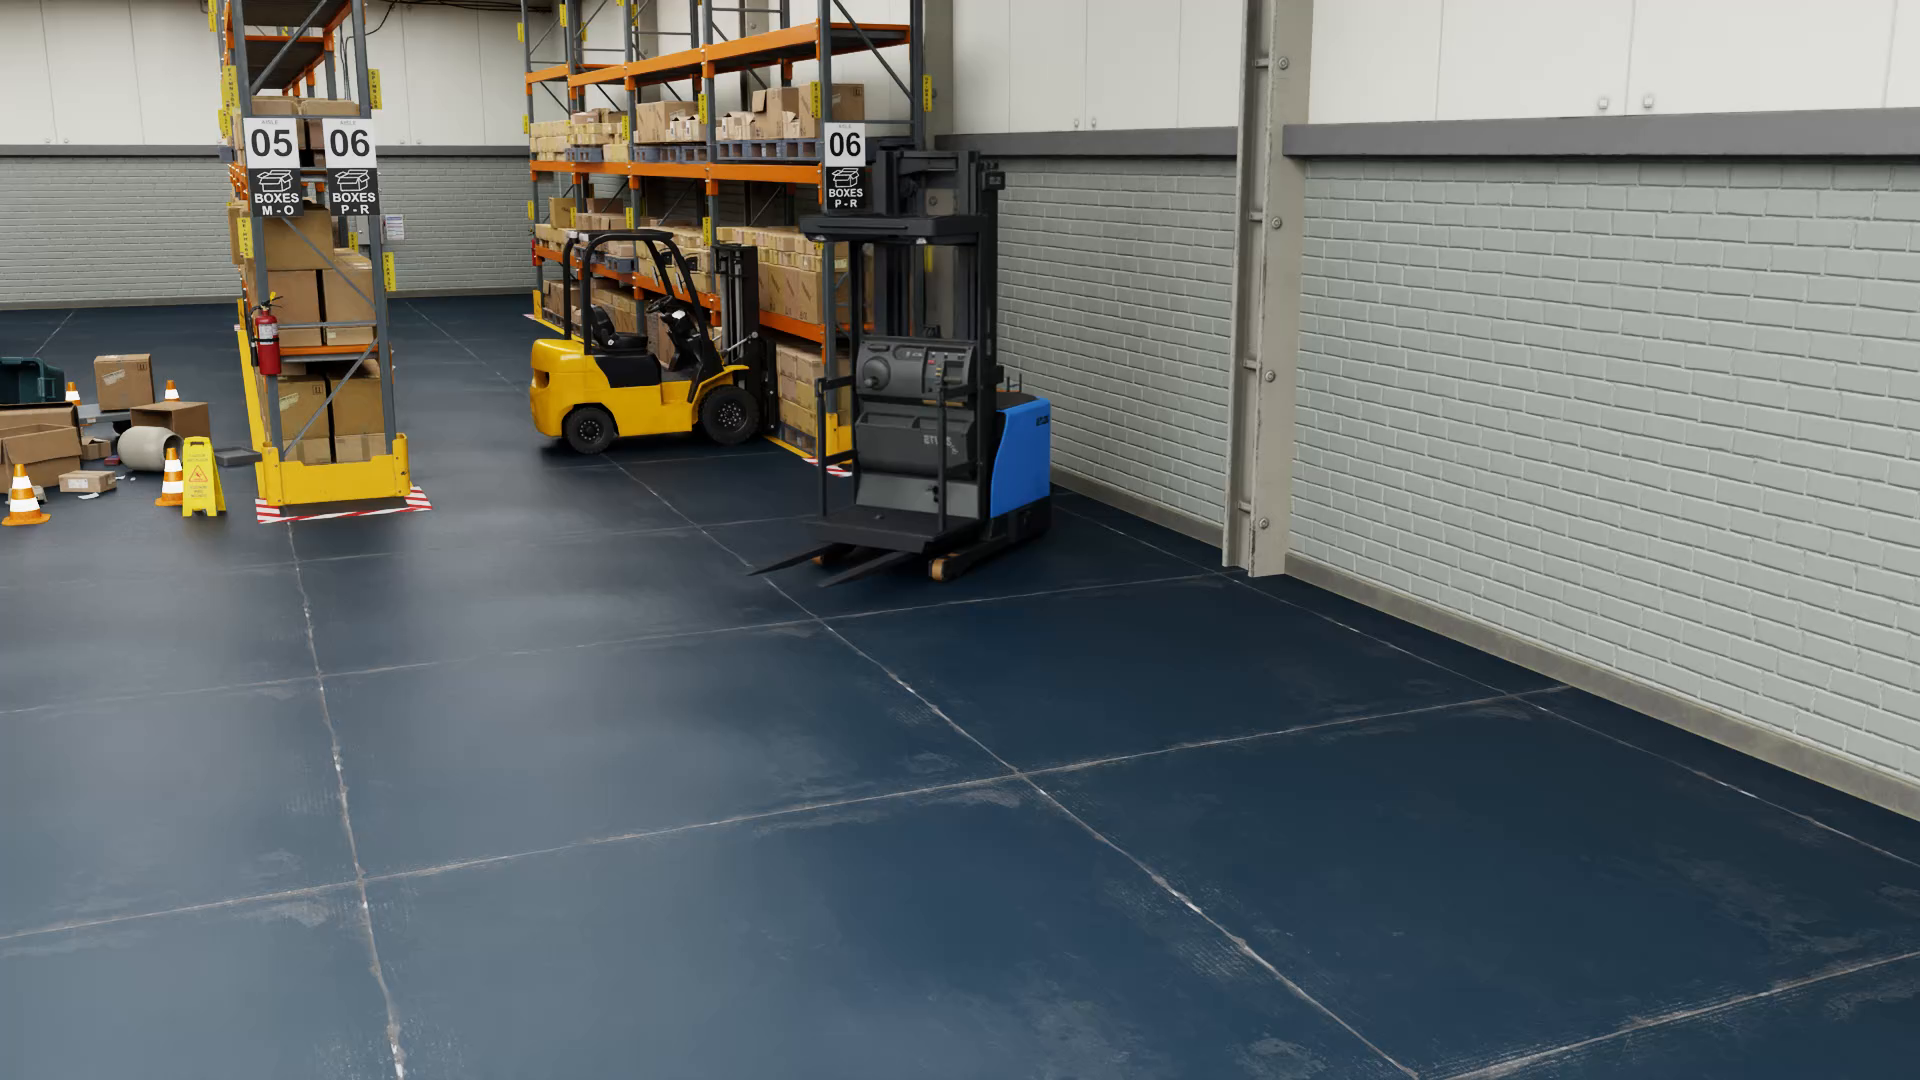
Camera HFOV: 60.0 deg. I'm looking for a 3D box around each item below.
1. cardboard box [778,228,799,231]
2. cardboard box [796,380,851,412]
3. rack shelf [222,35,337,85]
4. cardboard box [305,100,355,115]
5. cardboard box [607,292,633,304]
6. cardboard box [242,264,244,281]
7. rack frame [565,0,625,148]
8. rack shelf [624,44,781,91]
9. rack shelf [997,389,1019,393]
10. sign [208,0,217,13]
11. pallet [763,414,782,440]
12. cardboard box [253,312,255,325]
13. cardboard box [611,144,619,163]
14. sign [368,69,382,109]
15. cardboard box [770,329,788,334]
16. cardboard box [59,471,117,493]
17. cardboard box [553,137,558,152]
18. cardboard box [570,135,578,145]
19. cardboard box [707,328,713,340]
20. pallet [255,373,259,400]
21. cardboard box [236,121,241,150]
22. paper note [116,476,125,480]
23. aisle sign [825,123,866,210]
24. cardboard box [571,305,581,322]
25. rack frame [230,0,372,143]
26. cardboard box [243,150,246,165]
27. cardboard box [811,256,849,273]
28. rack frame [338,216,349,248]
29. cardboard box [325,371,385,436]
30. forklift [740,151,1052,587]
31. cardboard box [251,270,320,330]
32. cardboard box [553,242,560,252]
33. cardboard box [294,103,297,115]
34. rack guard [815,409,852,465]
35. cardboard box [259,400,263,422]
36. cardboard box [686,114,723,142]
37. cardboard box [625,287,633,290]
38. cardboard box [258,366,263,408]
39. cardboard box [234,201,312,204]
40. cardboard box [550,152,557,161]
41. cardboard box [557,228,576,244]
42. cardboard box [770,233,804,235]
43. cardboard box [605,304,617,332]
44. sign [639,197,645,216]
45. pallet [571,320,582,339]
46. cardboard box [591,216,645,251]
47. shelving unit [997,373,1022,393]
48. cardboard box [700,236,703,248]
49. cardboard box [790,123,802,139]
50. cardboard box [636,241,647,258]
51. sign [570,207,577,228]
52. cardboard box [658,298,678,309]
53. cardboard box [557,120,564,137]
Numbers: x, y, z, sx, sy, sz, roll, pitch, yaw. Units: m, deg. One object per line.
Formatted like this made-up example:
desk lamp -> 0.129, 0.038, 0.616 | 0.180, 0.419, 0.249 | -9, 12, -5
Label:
cardboard box -> -1.845, -3.456, 18.831 | 0.380, 0.149, 0.250 | -6, 14, -23
cardboard box -> -1.310, -1.449, 16.535 | 0.500, 0.250, 0.500 | -6, 14, -24
rack shelf -> -7.779, -5.436, 18.882 | 1.077, 0.370, 4.000 | -6, 14, -23
cardboard box -> -5.331, -3.638, 14.073 | 0.380, 0.149, 0.250 | -6, 14, -23
cardboard box -> -5.155, -3.688, 25.324 | 0.380, 0.149, 0.250 | -5, 14, -21
cardboard box -> -9.239, -3.584, 22.034 | 0.500, 0.250, 0.500 | -5, 14, -22
rack frame -> -5.636, -7.670, 26.052 | 1.000, 3.000, 0.127 | -6, 14, -23
rack shelf -> -3.232, -5.885, 20.822 | 1.077, 0.370, 4.000 | -6, 14, -23
rack shelf -> 0.218, -1.136, 13.376 | 0.480, 0.148, 0.258 | 7, 15, 27
sign -> -10.701, -7.708, 23.794 | 0.100, 0.325, 0.005 | -6, 14, -23
pallet -> -1.658, -1.315, 18.084 | 1.003, 0.211, 1.213 | -6, 14, -23
cardboard box -> -6.642, -2.164, 16.123 | 0.380, 0.149, 0.250 | -6, 14, -23
cardboard box -> -4.663, -5.497, 23.648 | 0.500, 0.250, 0.500 | -6, 14, -23
sign -> -4.878, -3.755, 13.851 | 0.100, 0.325, 0.005 | -6, 14, -23
cardboard box -> -1.840, -2.259, 18.927 | 0.500, 0.250, 0.500 | -6, 14, -24
cardboard box -> -7.751, -0.518, 14.778 | 0.380, 0.149, 0.250 | 1, 13, 6
cardboard box -> -6.471, -6.571, 27.628 | 0.500, 0.250, 0.500 | -5, 14, -22
cardboard box -> -5.809, -6.185, 25.693 | 0.380, 0.149, 0.250 | -5, 14, -22
cardboard box -> -2.650, -2.249, 20.269 | 0.875, 0.625, 0.625 | -5, 14, -20
pallet -> -8.268, -1.951, 20.833 | 1.003, 0.211, 1.213 | -6, 14, -23
cardboard box -> -6.240, -3.644, 14.983 | 0.500, 0.250, 0.500 | -5, 14, -21
paper note -> -7.781, -0.571, 15.296 | 0.148, 0.019, 0.142 | -1, 13, -4
aisle sign -> -1.072, -3.494, 15.550 | 0.394, 0.787, 0.004 | -6, 14, -23
cardboard box -> -6.271, -3.782, 27.691 | 0.396, 0.266, 0.258 | -5, 14, -21
rack frame -> -5.375, -4.741, 13.399 | 1.000, 3.000, 0.127 | -6, 14, -23
cardboard box -> -5.904, -3.255, 14.185 | 0.380, 0.149, 0.250 | -6, 14, -23
cardboard box -> -1.224, -2.679, 16.132 | 0.380, 0.149, 0.250 | -5, 14, -22
rack frame -> -6.978, -2.645, 17.646 | 1.000, 3.000, 0.127 | -6, 14, -23
cardboard box -> -5.455, -1.246, 15.103 | 0.500, 0.500, 0.500 | -6, 14, -25
forklift -> -0.430, -1.250, 11.772 | 1.130, 2.935, 3.031 | 7, 15, 28
cardboard box -> -5.845, -2.100, 14.408 | 0.500, 0.500, 0.500 | -6, 14, -24
cardboard box -> -6.763, -5.035, 28.530 | 0.380, 0.149, 0.250 | -5, 14, -22
cardboard box -> -6.023, -3.754, 14.575 | 0.380, 0.149, 0.250 | -6, 14, -23
rack guard -> -0.819, -1.045, 16.277 | 1.175, 0.500, 0.348 | -6, 14, -23
cardboard box -> -6.989, -1.364, 17.277 | 0.500, 0.250, 0.500 | -6, 14, -26
cardboard box -> -2.944, -4.893, 19.751 | 0.500, 0.311, 0.500 | -6, 14, -25
cardboard box -> -5.114, -3.946, 26.441 | 0.380, 0.149, 0.250 | -6, 14, -23
cardboard box -> -6.763, -1.620, 16.719 | 0.500, 0.500, 0.500 | -5, 14, -21
cardboard box -> -6.815, -3.108, 16.547 | 0.700, 0.500, 0.500 | -6, 14, -23
cardboard box -> -6.694, -6.449, 27.987 | 0.380, 0.149, 0.250 | -5, 14, -22
cardboard box -> -6.465, -5.109, 27.963 | 0.500, 0.250, 0.500 | -6, 14, -23
cardboard box -> -1.785, -3.149, 17.503 | 0.380, 0.149, 0.250 | -5, 14, -22
cardboard box -> -5.028, -3.293, 25.059 | 0.500, 0.500, 0.500 | -6, 14, -25
sign -> -5.129, -5.362, 26.818 | 0.100, 0.325, 0.005 | -6, 14, -23
pallet -> -5.910, -3.530, 27.656 | 1.003, 0.211, 1.213 | -6, 14, -23
cardboard box -> -5.125, -4.611, 24.988 | 0.700, 0.500, 0.500 | -6, 14, -23
shelving unit -> 0.218, -0.753, 13.464 | 0.503, 1.200, 0.258 | 7, 15, 27
cardboard box -> -2.941, -3.617, 20.183 | 0.380, 0.149, 0.250 | -6, 14, -23
cardboard box -> -1.439, -4.004, 16.269 | 0.380, 0.149, 0.250 | -6, 14, -25
cardboard box -> -4.102, -3.975, 22.617 | 0.500, 0.250, 0.500 | -6, 14, -23
sign -> -6.130, -5.118, 26.412 | 0.100, 0.325, 0.005 | -6, 14, -23
cardboard box -> -4.212, -3.461, 24.345 | 0.380, 0.149, 0.250 | -5, 14, -22
cardboard box -> -6.270, -6.710, 27.123 | 0.500, 0.250, 0.500 | -6, 14, -24
